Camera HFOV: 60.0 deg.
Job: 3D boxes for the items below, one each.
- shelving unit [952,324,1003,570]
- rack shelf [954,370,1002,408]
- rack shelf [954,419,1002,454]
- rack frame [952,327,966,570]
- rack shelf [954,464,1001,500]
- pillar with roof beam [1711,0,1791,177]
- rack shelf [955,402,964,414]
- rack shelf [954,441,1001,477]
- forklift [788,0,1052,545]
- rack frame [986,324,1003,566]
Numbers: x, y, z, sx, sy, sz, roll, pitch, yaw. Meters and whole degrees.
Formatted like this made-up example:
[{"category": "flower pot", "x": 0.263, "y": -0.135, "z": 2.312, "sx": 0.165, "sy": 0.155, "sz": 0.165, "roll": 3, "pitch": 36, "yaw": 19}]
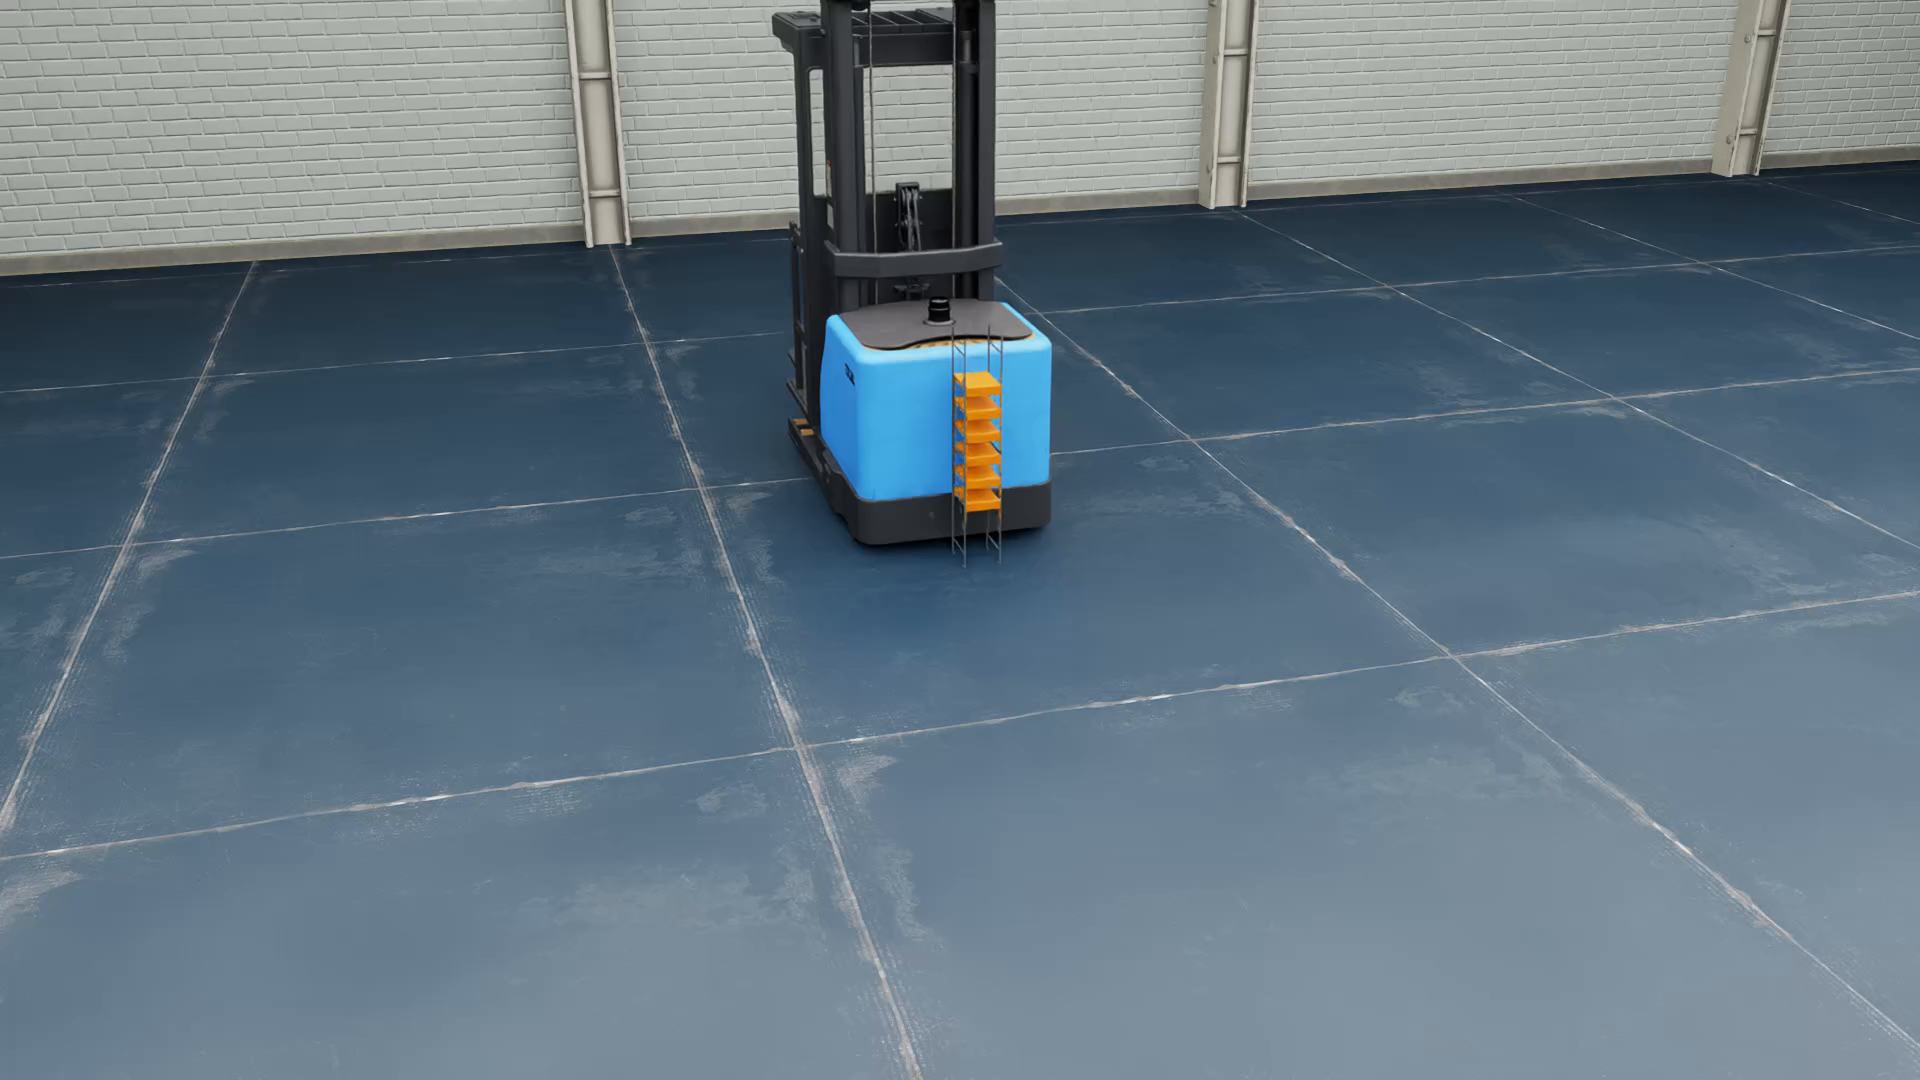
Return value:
[{"category": "shelving unit", "x": 0.083, "y": -0.455, "z": 8.289, "sx": 0.189, "sy": 1.200, "sz": 0.258, "roll": -6, "pitch": 24, "yaw": -14}, {"category": "rack shelf", "x": 0.083, "y": -0.745, "z": 8.164, "sx": 0.180, "sy": 0.103, "sz": 0.258, "roll": -6, "pitch": 24, "yaw": -14}, {"category": "rack shelf", "x": 0.083, "y": -0.525, "z": 8.259, "sx": 0.180, "sy": 0.103, "sz": 0.258, "roll": -6, "pitch": 24, "yaw": -14}, {"category": "rack frame", "x": -0.005, "y": -0.445, "z": 8.266, "sx": 0.006, "sy": 1.200, "sz": 0.240, "roll": -6, "pitch": 24, "yaw": -14}, {"category": "rack shelf", "x": 0.083, "y": -0.304, "z": 8.354, "sx": 0.180, "sy": 0.103, "sz": 0.258, "roll": -6, "pitch": 24, "yaw": -14}, {"category": "pillar with roof beam", "x": 9.537, "y": -6.469, "z": 12.413, "sx": 0.400, "sy": 9.000, "sz": 9.100, "roll": -6, "pitch": 24, "yaw": -14}, {"category": "rack shelf", "x": 0.083, "y": -0.653, "z": 8.204, "sx": 0.166, "sy": 0.020, "sz": 0.199, "roll": -6, "pitch": 24, "yaw": -14}, {"category": "rack shelf", "x": 0.083, "y": -0.414, "z": 8.306, "sx": 0.180, "sy": 0.103, "sz": 0.258, "roll": -6, "pitch": 24, "yaw": -14}, {"category": "forklift", "x": -0.410, "y": -1.877, "z": 9.408, "sx": 1.130, "sy": 2.935, "sz": 3.031, "roll": -6, "pitch": 24, "yaw": -14}, {"category": "rack frame", "x": 0.171, "y": -0.465, "z": 8.312, "sx": 0.006, "sy": 1.200, "sz": 0.240, "roll": -6, "pitch": 24, "yaw": -14}]
